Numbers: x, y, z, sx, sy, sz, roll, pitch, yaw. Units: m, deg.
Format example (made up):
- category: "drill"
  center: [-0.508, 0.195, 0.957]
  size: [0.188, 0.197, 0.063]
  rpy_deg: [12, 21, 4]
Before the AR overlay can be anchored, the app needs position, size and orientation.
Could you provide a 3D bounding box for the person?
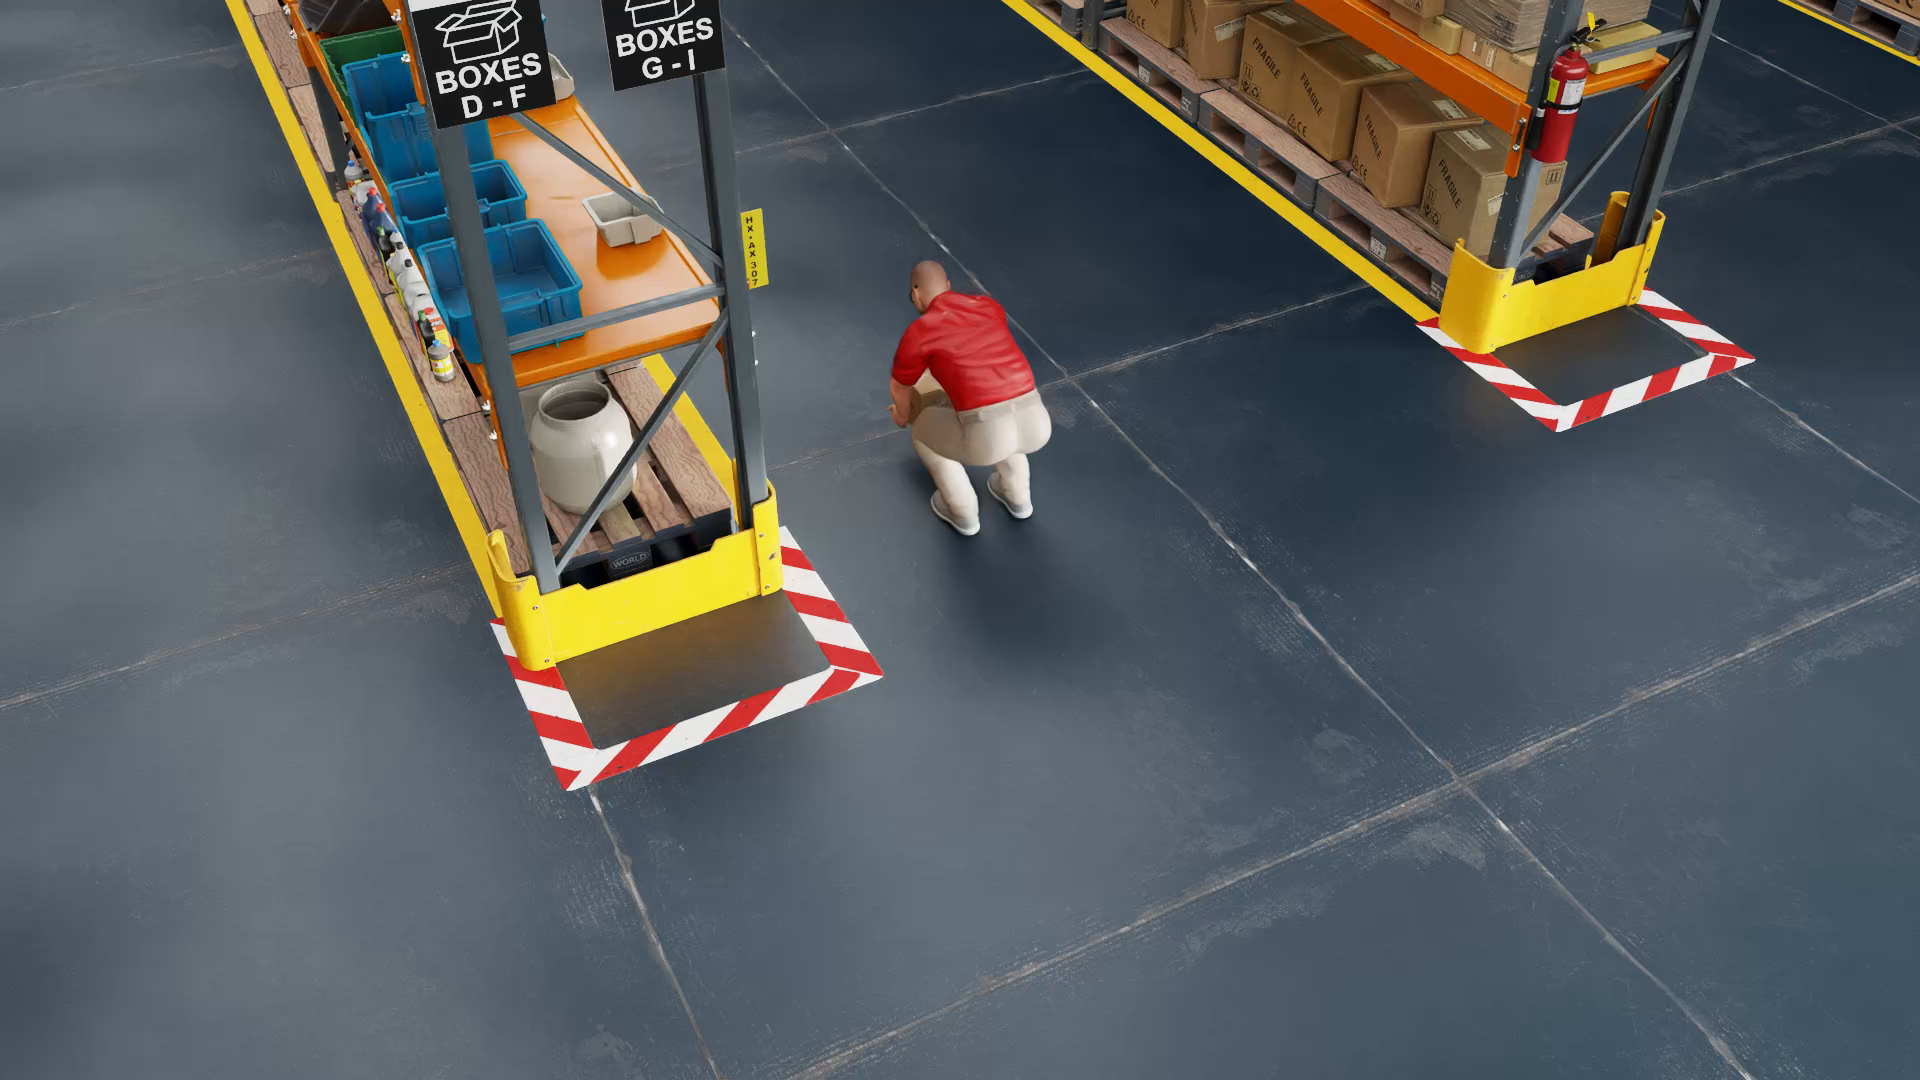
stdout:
- category: "person"
  center: [0.019, -0.587, 7.406]
  size: [0.567, 1.001, 0.880]
  rpy_deg: [-19, 44, -20]
